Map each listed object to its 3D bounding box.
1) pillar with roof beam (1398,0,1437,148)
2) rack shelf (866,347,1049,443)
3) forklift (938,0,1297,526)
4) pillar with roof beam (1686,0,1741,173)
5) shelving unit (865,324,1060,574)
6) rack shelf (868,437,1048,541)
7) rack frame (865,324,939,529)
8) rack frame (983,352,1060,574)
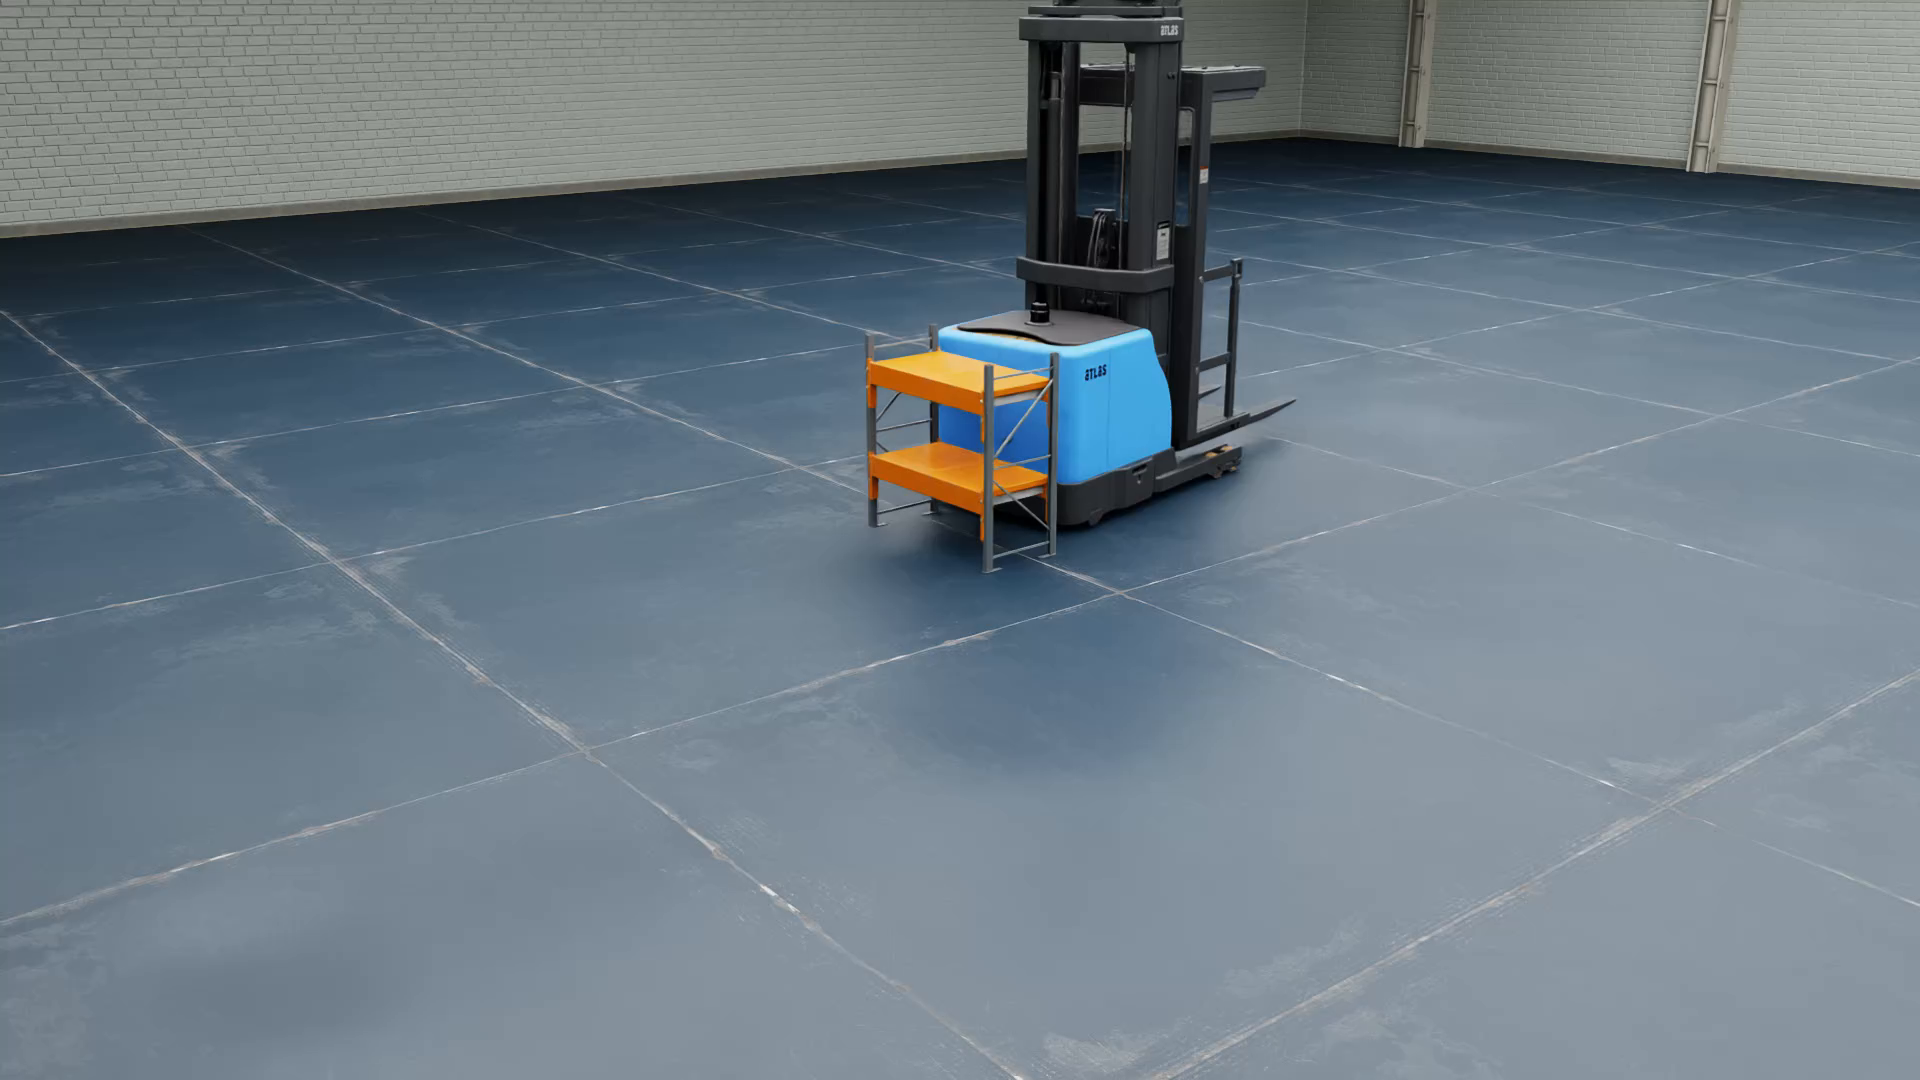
[{"bbox_3d":[5.521,-11.185,28.826,9.100,9.000,0.400,-14,23,-36],"label":"pillar with roof beam"},{"bbox_3d":[-0.001,-0.807,9.079,0.538,0.278,1.000,-15,23,-37],"label":"rack shelf"},{"bbox_3d":[1.159,-1.867,10.338,1.130,2.935,3.031,14,23,36],"label":"forklift"},{"bbox_3d":[9.247,-9.707,24.361,9.100,9.000,0.400,-14,23,-36],"label":"pillar with roof beam"},{"bbox_3d":[-0.001,-0.529,9.171,0.538,1.125,1.048,-15,23,-37],"label":"shelving unit"},{"bbox_3d":[-0.001,-0.297,9.248,0.538,0.278,1.000,-15,23,-37],"label":"rack shelf"},{"bbox_3d":[-0.326,-0.652,9.542,0.500,1.125,0.032,-15,23,-37],"label":"rack frame"},{"bbox_3d":[0.324,-0.406,8.799,0.500,1.125,0.032,-15,23,-37],"label":"rack frame"}]
